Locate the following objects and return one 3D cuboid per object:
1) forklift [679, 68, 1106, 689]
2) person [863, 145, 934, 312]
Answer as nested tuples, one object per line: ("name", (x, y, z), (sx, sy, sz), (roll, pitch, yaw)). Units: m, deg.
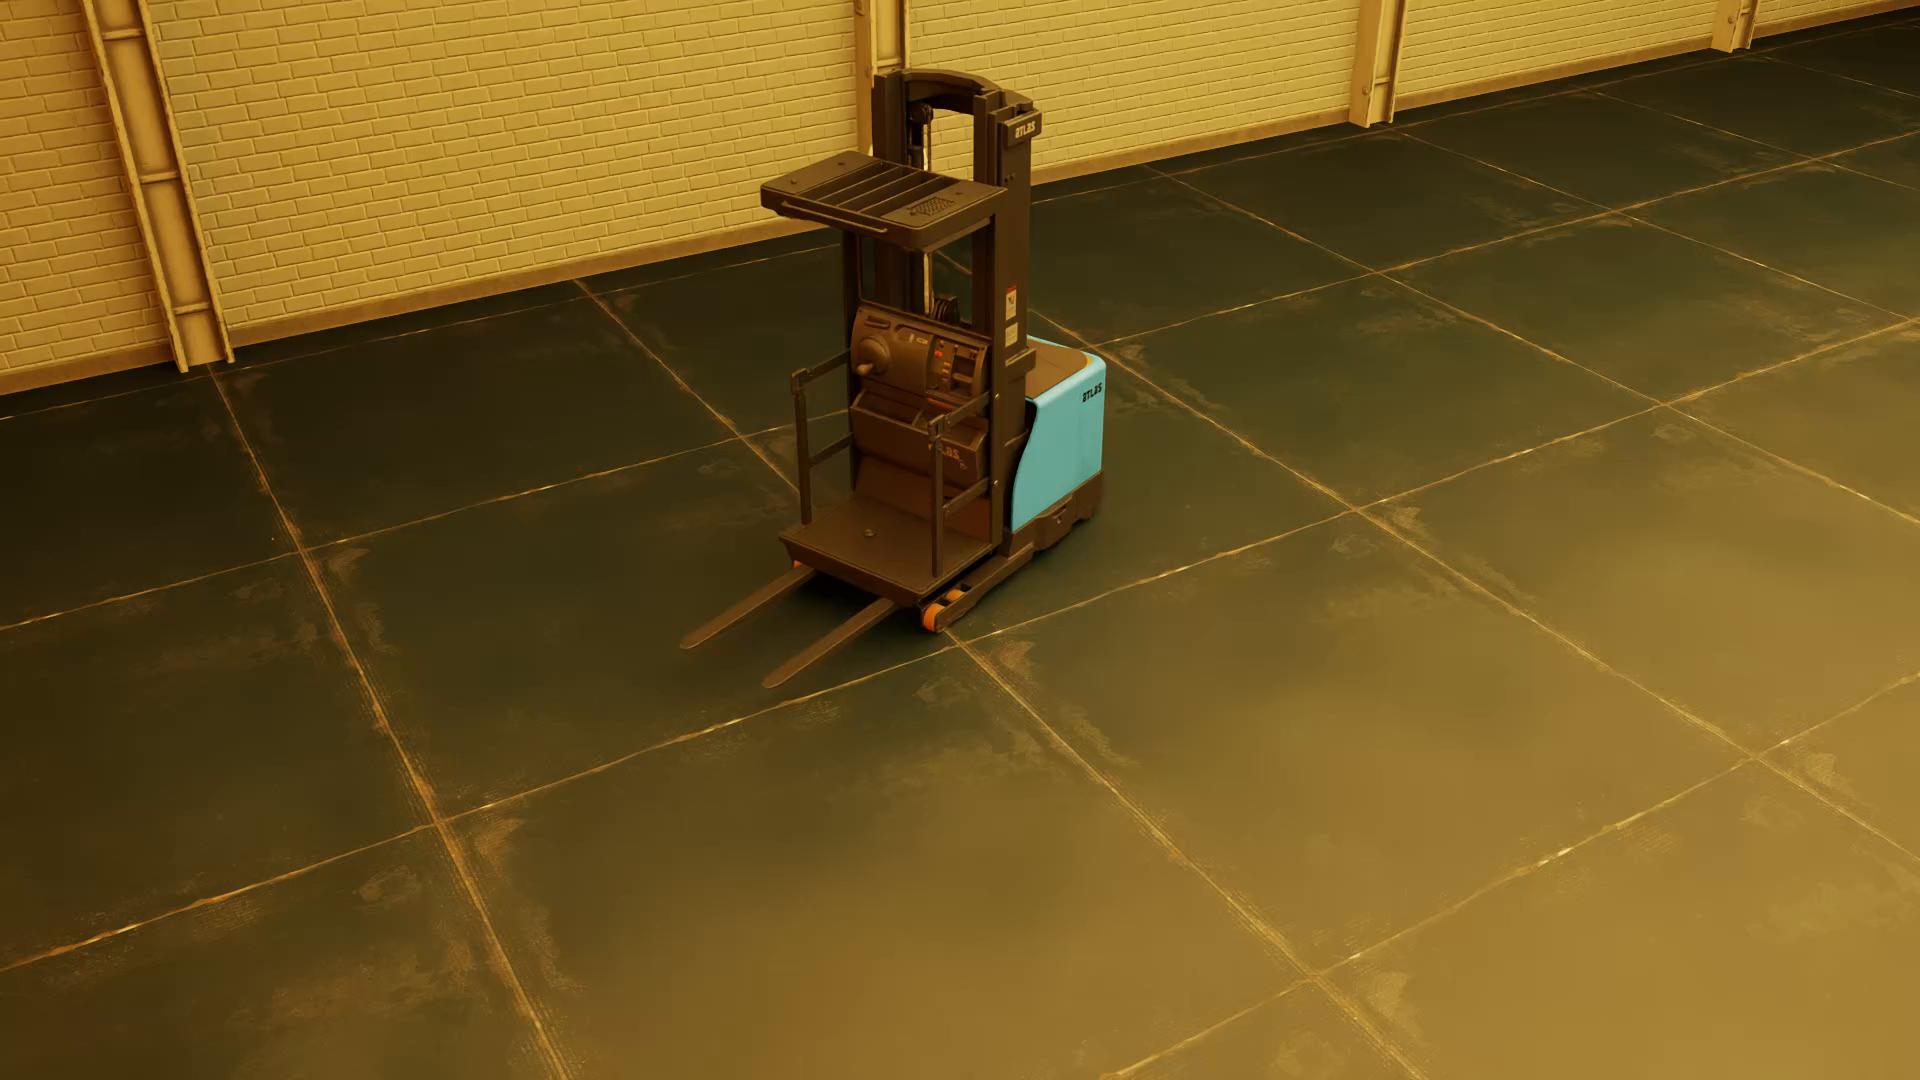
("forklift", (-0.365, -1.007, 9.329), (1.130, 2.935, 3.031), (21, 37, 31))
("person", (-0.484, -2.640, 13.302), (0.597, 1.660, 0.405), (-2, 31, -3))
